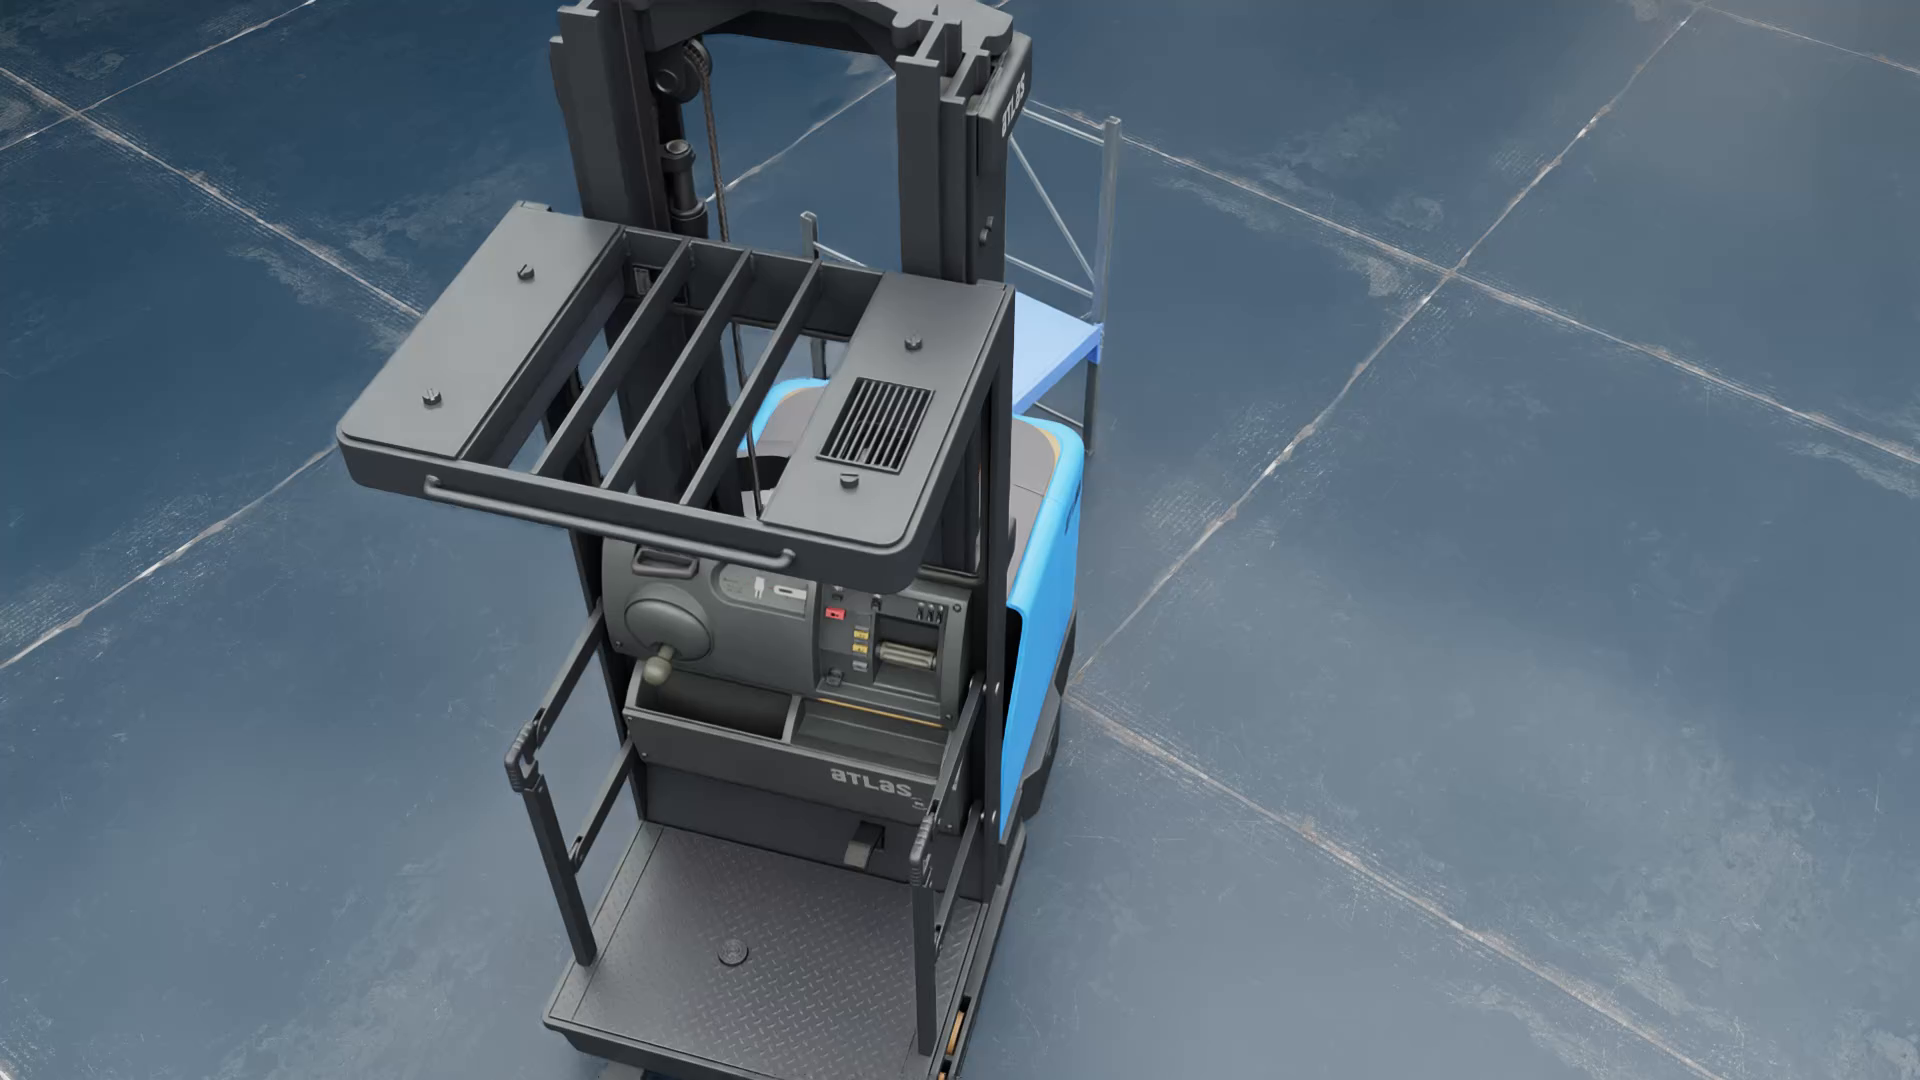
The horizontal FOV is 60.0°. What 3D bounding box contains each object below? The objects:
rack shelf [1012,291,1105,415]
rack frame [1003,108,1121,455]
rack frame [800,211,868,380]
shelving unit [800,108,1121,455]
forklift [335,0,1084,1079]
[{"bbox_3d":[0.020,-0.554,5.991,0.538,0.185,1.000,28,53,24],"label":"rack shelf"},{"bbox_3d":[0.325,-0.972,6.142,0.500,1.500,0.032,28,53,24],"label":"rack frame"},{"bbox_3d":[-0.285,-0.384,5.580,0.500,1.500,0.032,28,53,24],"label":"rack frame"},{"bbox_3d":[0.020,-0.678,5.861,0.538,1.500,1.048,28,53,24],"label":"shelving unit"},{"bbox_3d":[-0.493,0.312,3.925,1.130,2.935,3.031,11,47,11],"label":"forklift"}]
